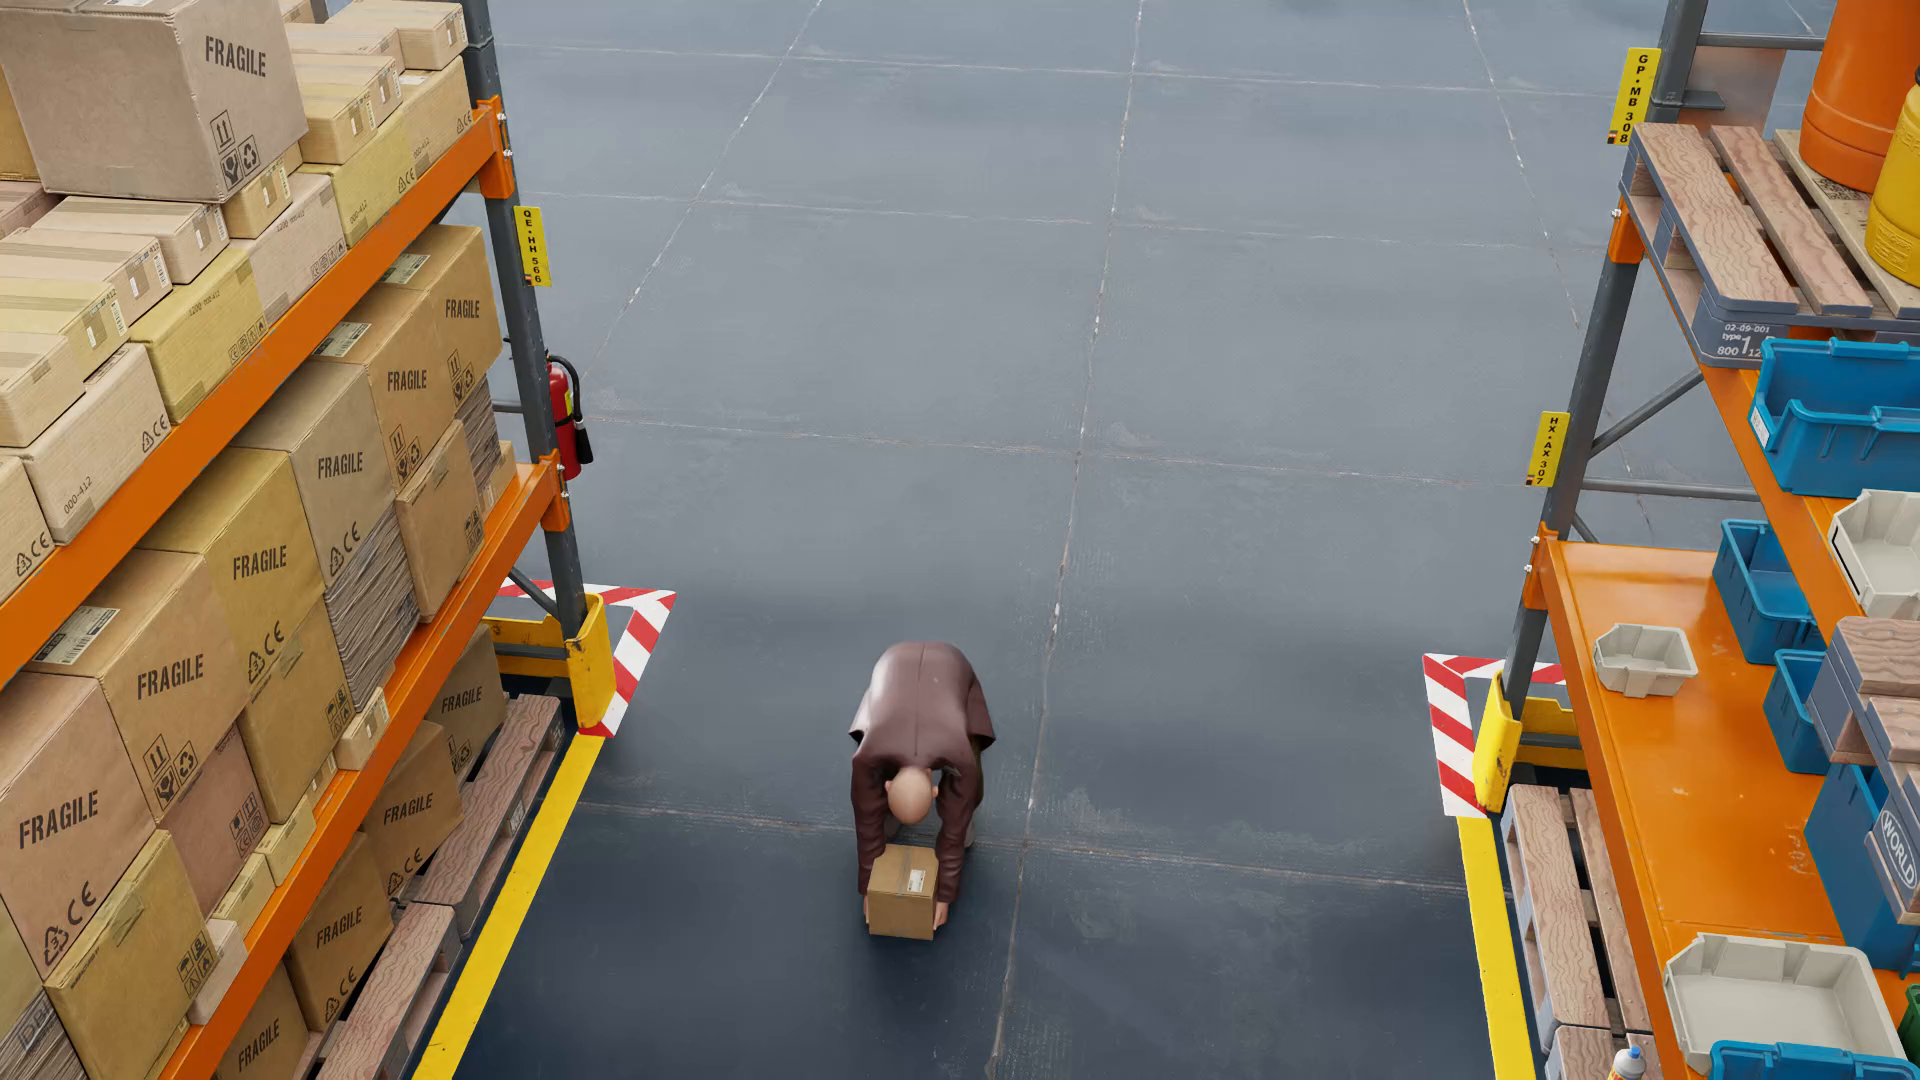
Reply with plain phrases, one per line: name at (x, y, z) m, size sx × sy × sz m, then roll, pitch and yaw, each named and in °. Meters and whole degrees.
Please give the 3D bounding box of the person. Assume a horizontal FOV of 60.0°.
person at (-0.162, 0.922, 6.579) m, size 0.589 × 0.873 × 0.955 m, roll 3°, pitch 36°, yaw 4°
